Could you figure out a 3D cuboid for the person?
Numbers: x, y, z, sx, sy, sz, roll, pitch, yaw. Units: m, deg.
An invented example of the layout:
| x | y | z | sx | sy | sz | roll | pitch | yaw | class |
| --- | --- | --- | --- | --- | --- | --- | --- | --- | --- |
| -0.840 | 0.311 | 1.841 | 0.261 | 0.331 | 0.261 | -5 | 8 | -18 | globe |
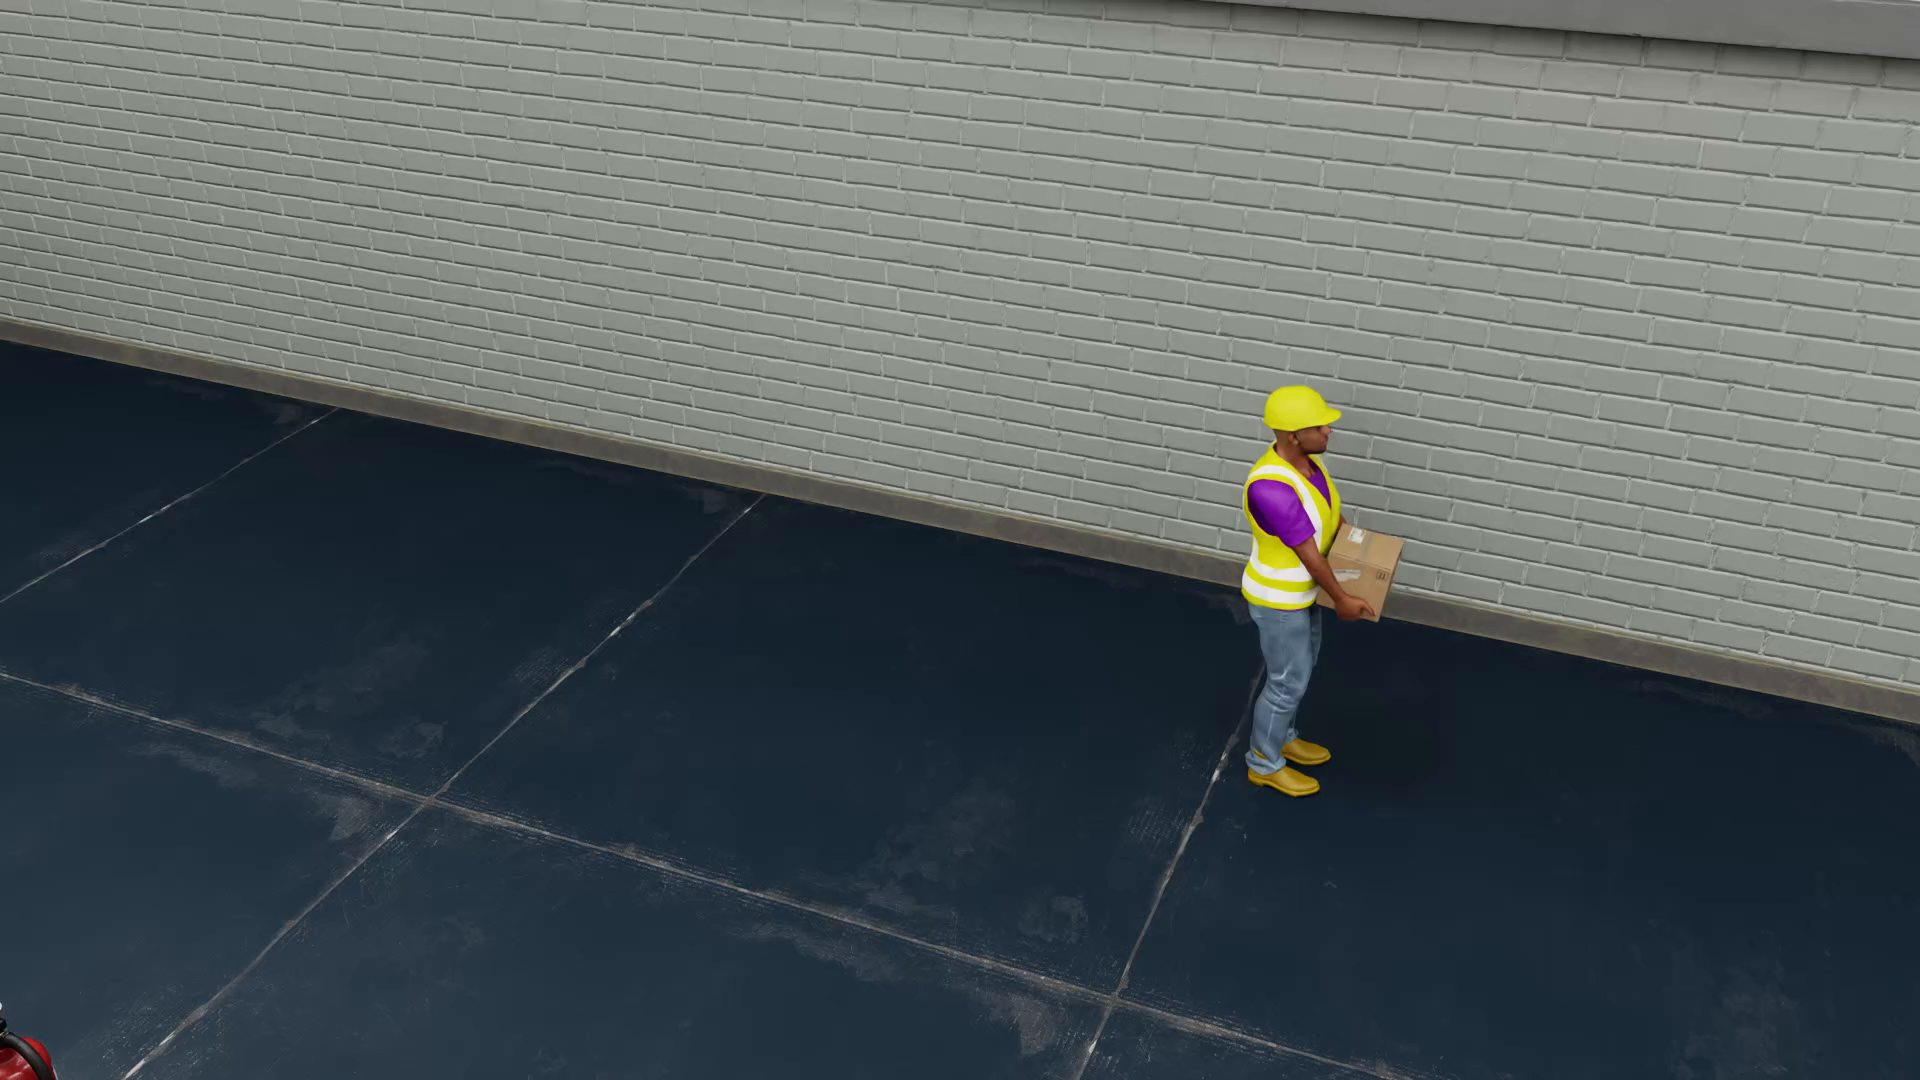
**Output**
| x | y | z | sx | sy | sz | roll | pitch | yaw | class |
| --- | --- | --- | --- | --- | --- | --- | --- | --- | --- |
| 1.421 | 0.214 | 6.728 | 0.569 | 1.761 | 0.504 | 12 | 32 | 20 | person |
